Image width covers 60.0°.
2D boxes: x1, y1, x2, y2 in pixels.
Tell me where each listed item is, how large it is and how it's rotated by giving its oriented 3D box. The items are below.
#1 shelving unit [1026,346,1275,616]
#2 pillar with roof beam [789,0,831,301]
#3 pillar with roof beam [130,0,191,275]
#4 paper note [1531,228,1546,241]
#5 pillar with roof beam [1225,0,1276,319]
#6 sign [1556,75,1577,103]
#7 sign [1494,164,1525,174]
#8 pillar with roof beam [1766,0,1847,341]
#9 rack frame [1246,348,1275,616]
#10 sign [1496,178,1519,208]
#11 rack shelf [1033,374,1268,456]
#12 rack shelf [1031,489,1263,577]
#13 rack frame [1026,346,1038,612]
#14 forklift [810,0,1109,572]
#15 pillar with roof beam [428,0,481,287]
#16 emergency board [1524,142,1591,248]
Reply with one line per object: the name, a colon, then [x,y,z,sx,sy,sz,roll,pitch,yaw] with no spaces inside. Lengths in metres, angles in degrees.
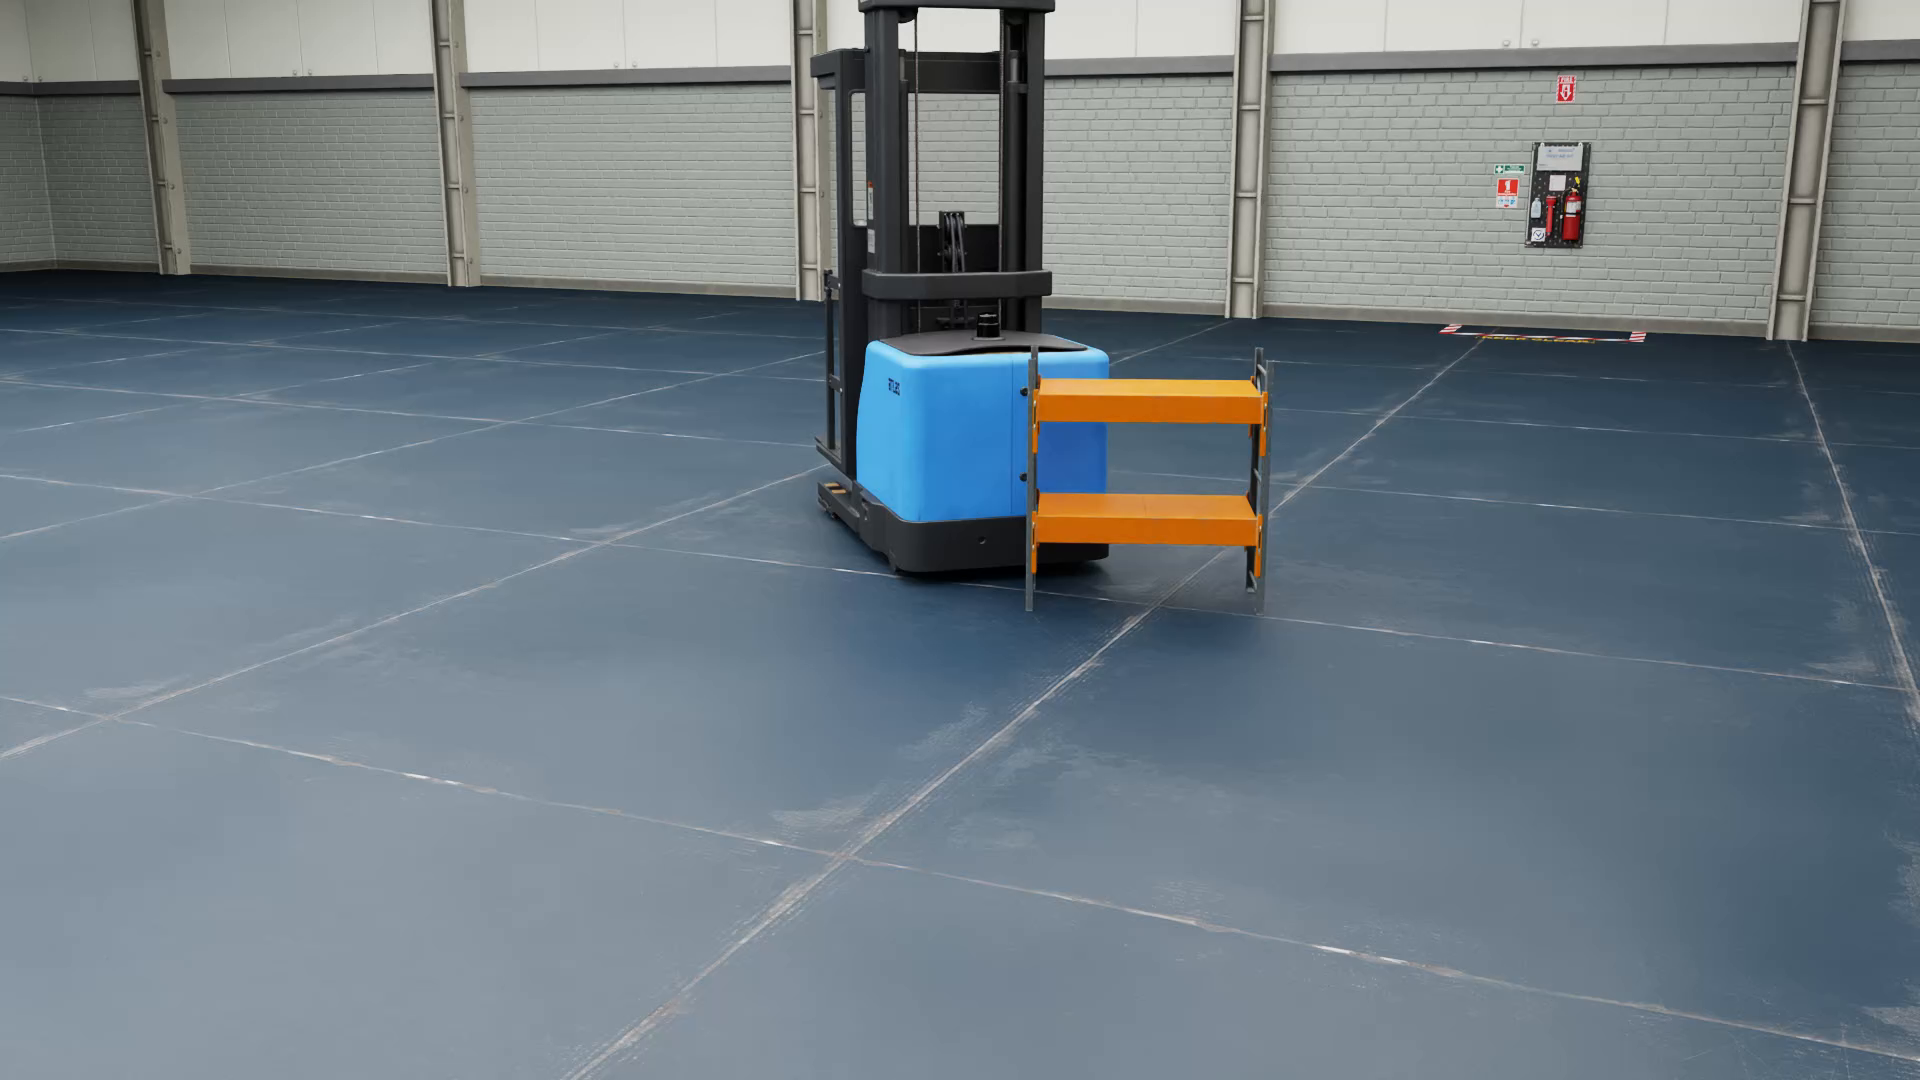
shelving unit: [0.832,-0.277,7.472,1.048,1.125,0.538,1,13,4]
pillar with roof beam: [-3.745,-6.774,17.925,0.400,9.000,9.100,6,14,23]
pillar with roof beam: [-14.716,-7.884,22.657,0.400,9.000,9.100,6,14,23]
paper note: [6.593,-3.481,18.951,0.142,0.148,0.016,6,14,23]
pillar with roof beam: [1.741,-6.219,15.559,0.400,9.000,9.100,6,14,23]
sign: [6.760,-5.029,18.546,0.199,0.298,0.001,6,14,23]
sign: [6.264,-4.225,18.955,0.331,0.109,0.001,6,14,23]
pillar with roof beam: [7.227,-5.664,13.193,0.400,9.000,9.100,6,14,23]
rack frame: [1.340,-0.269,7.438,0.032,1.125,0.500,1,13,4]
sign: [6.263,-3.969,19.025,0.234,0.329,0.001,6,14,23]
rack shelf: [0.832,-0.562,7.405,1.000,0.278,0.538,1,13,4]
rack shelf: [0.832,-0.039,7.528,1.000,0.278,0.538,1,13,4]
rack frame: [0.325,-0.285,7.507,0.032,1.125,0.500,1,13,4]
forklift: [-0.175,-1.565,9.008,1.130,2.935,3.031,-4,14,-16]
pillar with roof beam: [-9.230,-7.329,20.291,0.400,9.000,9.100,6,14,23]
emergency board: [6.727,-3.879,18.719,0.643,1.169,0.194,6,14,23]
